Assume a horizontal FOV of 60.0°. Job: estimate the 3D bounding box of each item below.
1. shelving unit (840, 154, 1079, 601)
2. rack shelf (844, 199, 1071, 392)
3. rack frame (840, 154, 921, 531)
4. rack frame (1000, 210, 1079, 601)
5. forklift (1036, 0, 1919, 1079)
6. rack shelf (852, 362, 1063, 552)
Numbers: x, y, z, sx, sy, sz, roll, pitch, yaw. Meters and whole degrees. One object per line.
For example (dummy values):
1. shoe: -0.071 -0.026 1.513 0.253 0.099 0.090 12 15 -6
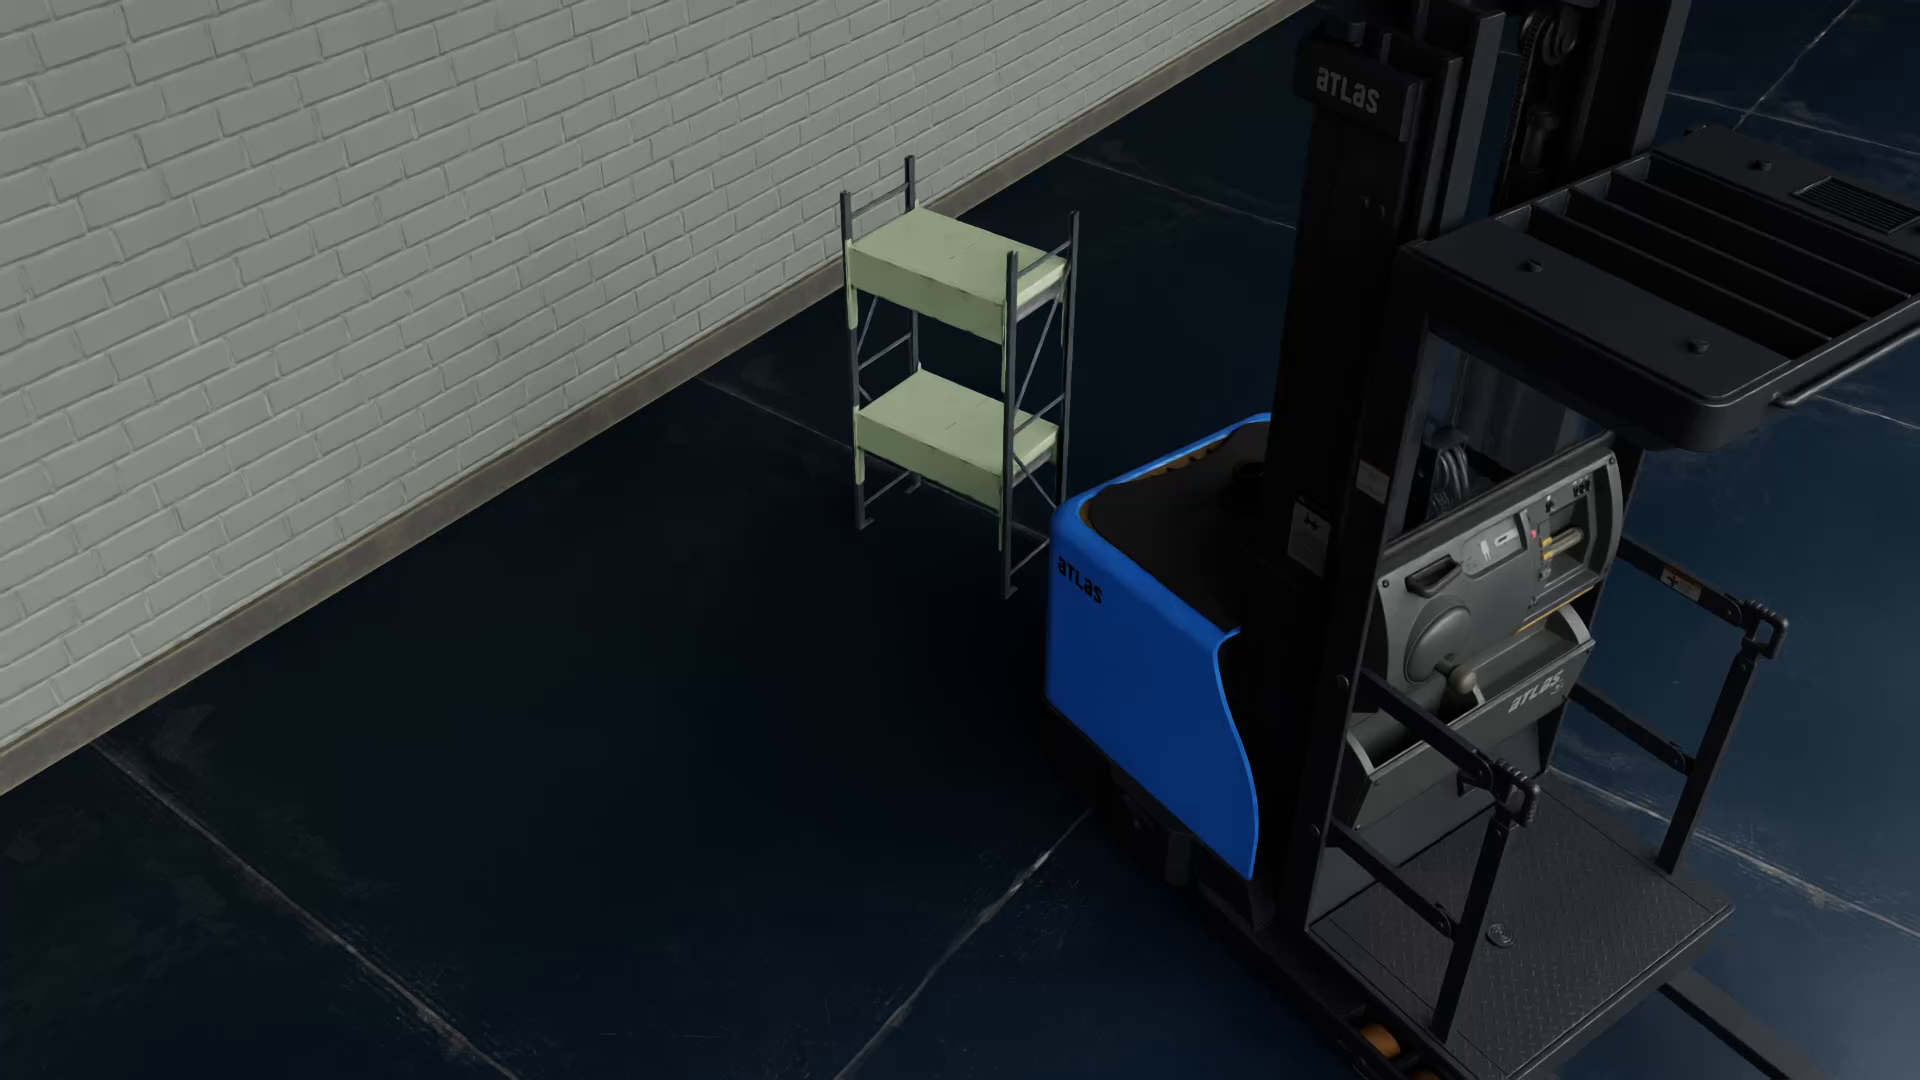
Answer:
1. shelving unit: -0.005 -0.593 6.291 0.755 1.500 0.431 25 45 29
2. rack shelf: -0.005 -0.900 6.050 0.720 0.370 0.431 25 45 29
3. rack frame: -0.296 -0.730 6.466 0.023 1.500 0.400 25 45 29
4. rack frame: 0.285 -0.456 6.116 0.023 1.500 0.400 25 45 29
5. forklift: 1.537 0.147 4.184 1.130 2.935 3.031 -24 44 -28
6. rack shelf: -0.005 -0.336 6.492 0.720 0.370 0.431 25 45 29
